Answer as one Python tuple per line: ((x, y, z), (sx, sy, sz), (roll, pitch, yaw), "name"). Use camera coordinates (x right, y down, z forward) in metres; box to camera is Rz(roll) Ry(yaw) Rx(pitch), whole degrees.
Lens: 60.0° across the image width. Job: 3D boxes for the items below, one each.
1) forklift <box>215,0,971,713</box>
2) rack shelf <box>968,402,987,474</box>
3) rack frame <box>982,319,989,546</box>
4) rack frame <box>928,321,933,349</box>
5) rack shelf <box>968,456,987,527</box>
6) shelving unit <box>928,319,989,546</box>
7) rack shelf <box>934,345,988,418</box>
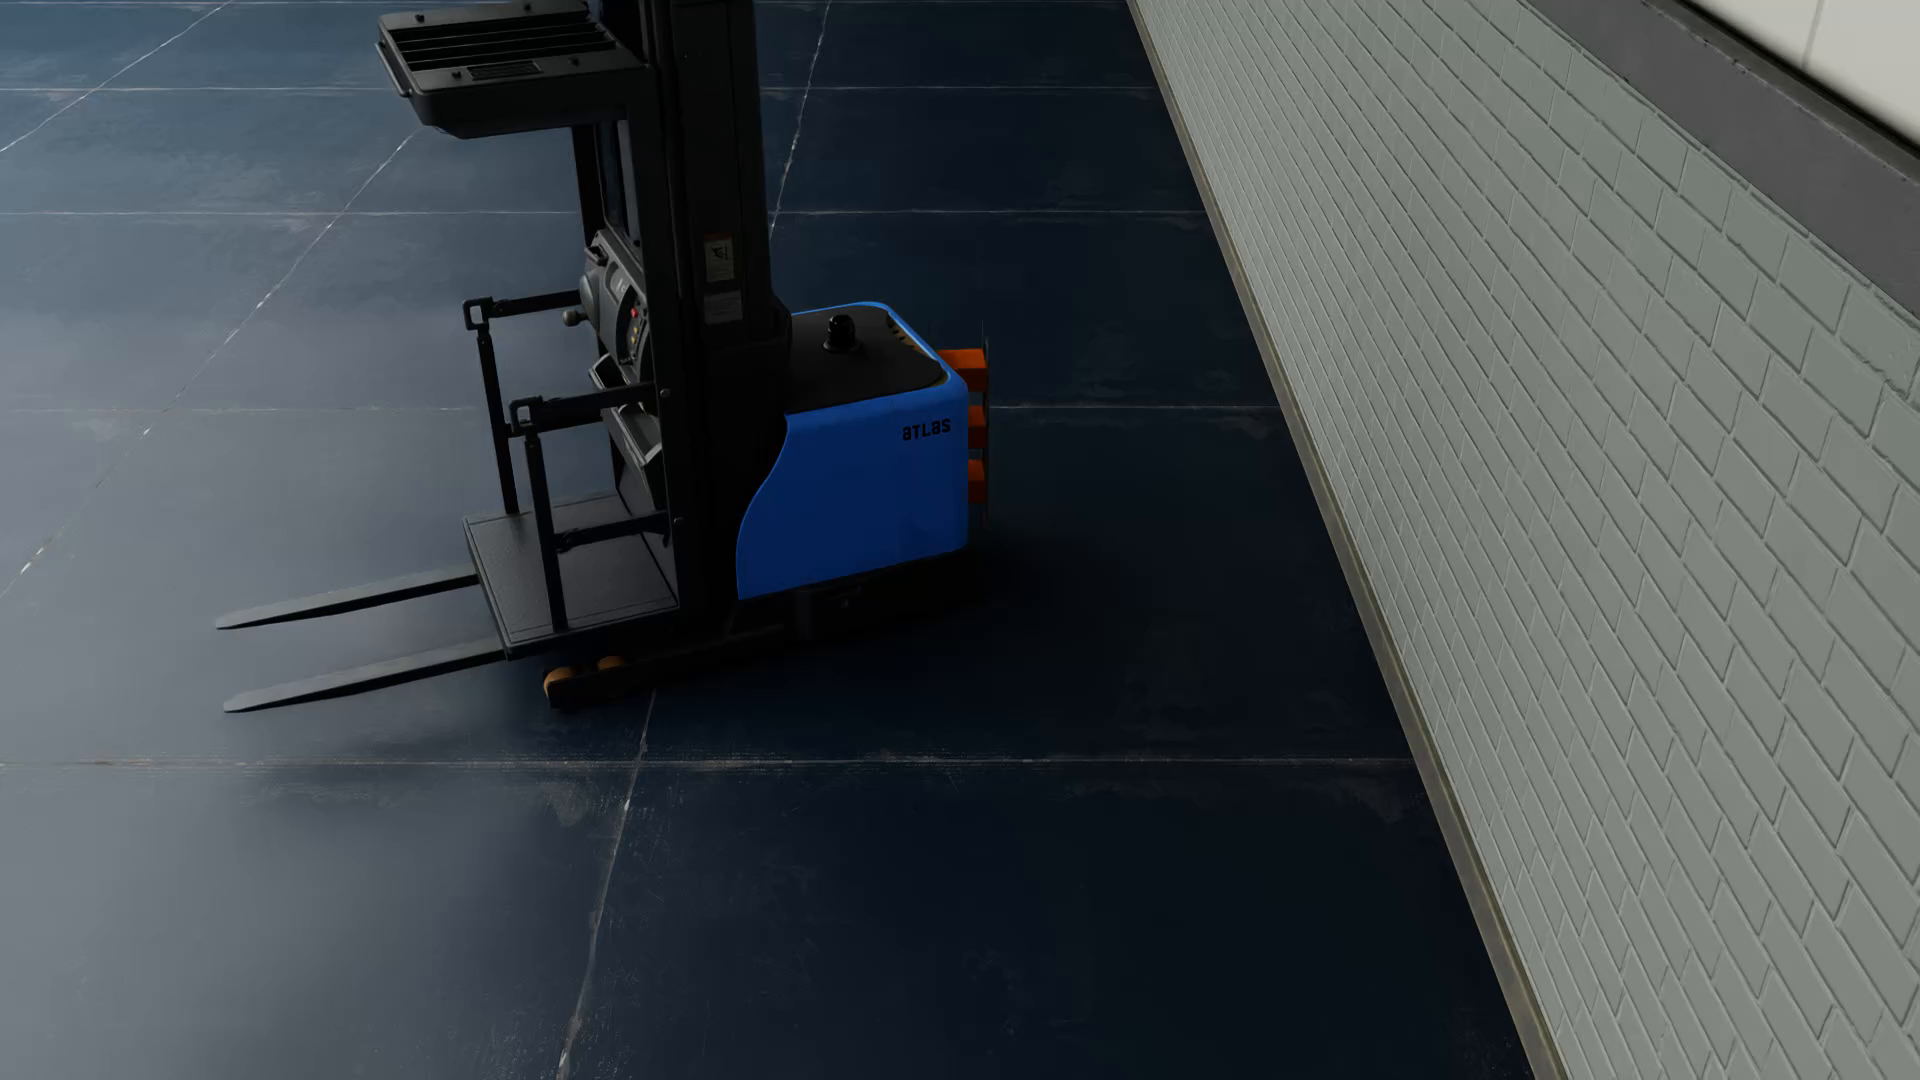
((-1.515, -0.890, 6.391), (3.031, 2.935, 1.130), (-13, 34, -20), "forklift")
((-0.007, -0.457, 7.512), (0.240, 0.259, 0.215), (-3, 31, -4), "rack shelf")
((0.115, -0.472, 7.516), (0.008, 1.050, 0.200), (-3, 31, -4), "rack frame")
((-0.128, -0.461, 7.497), (0.008, 1.050, 0.200), (-3, 31, -4), "rack frame")
((-0.007, -0.220, 7.656), (0.240, 0.259, 0.215), (-3, 31, -4), "rack shelf")
((-0.007, -0.466, 7.506), (0.252, 1.050, 0.215), (-3, 31, -4), "shelving unit")
((-0.007, -0.700, 7.365), (0.240, 0.259, 0.215), (-3, 31, -4), "rack shelf")
